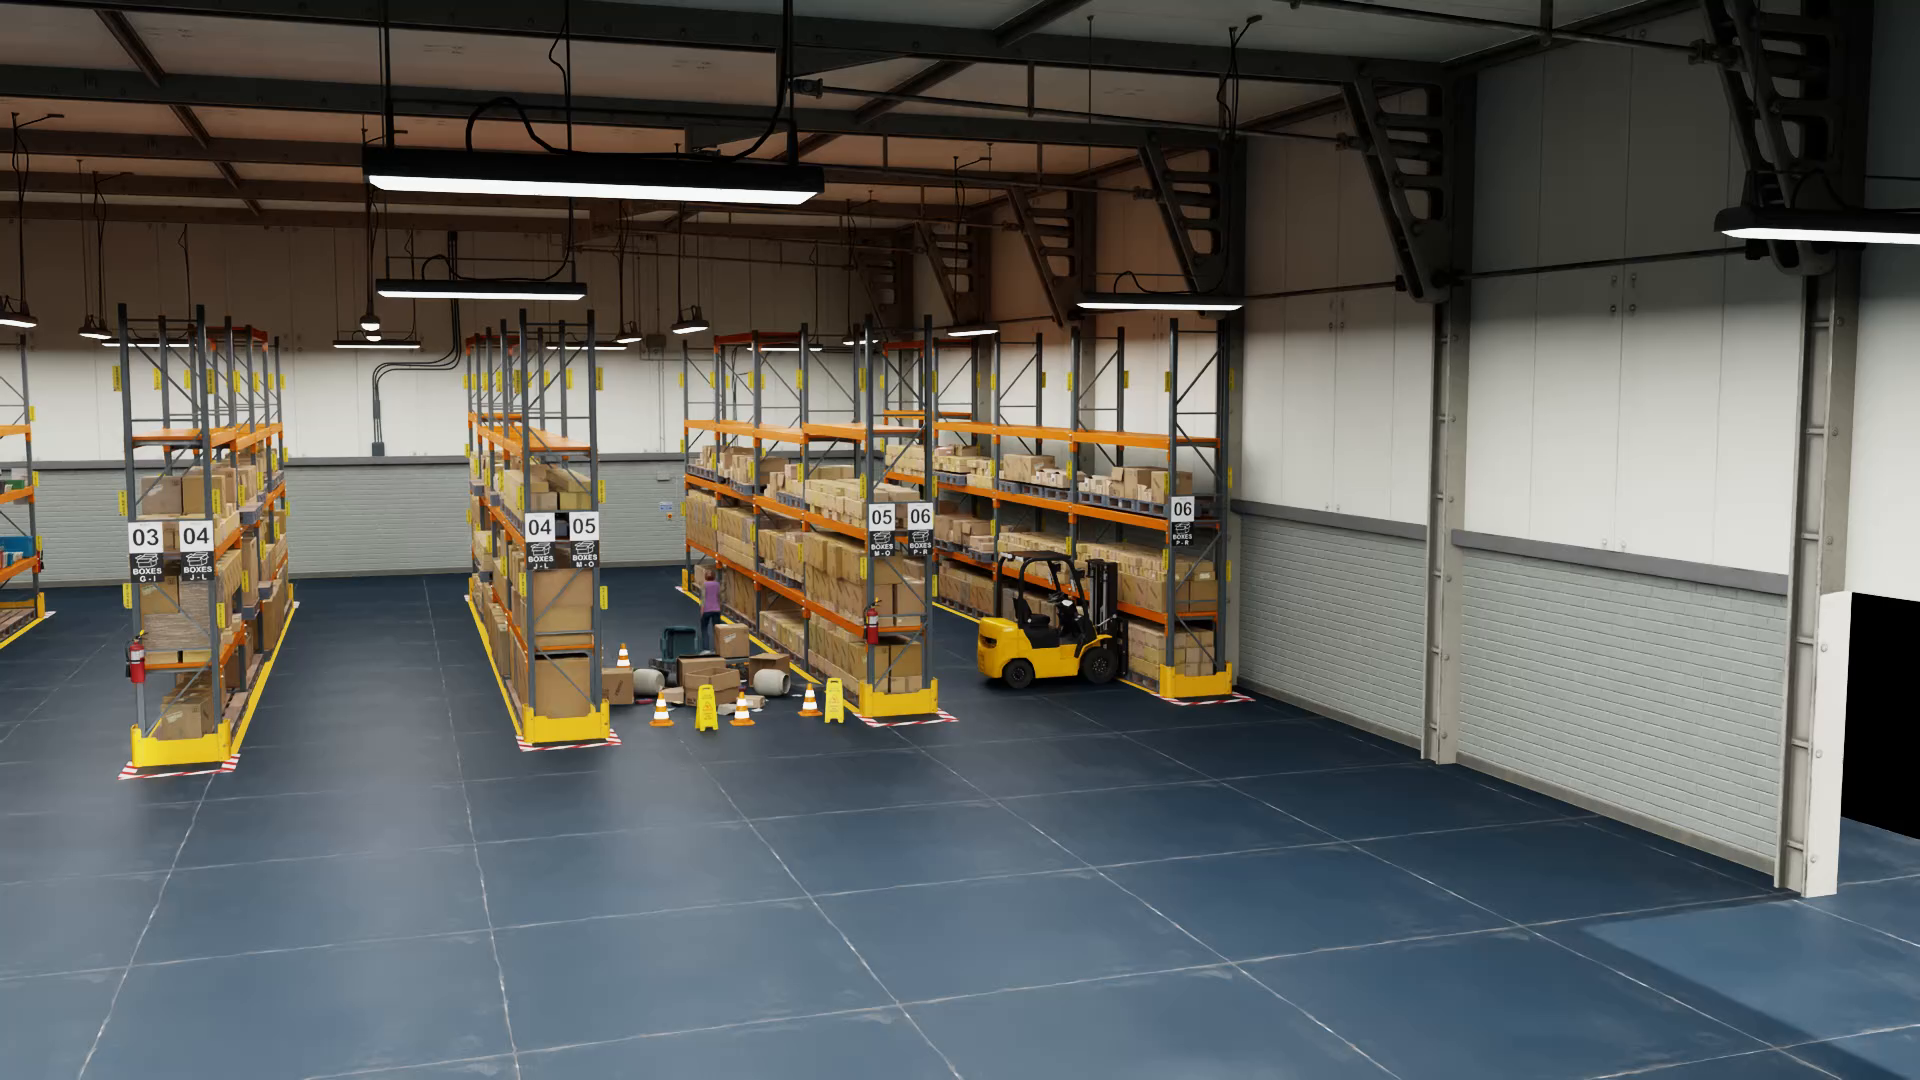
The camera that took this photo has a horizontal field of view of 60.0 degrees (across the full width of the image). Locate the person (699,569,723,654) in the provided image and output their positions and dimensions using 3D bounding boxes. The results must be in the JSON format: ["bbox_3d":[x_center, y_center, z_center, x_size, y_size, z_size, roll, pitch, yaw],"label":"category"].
[{"bbox_3d":[-4.547,1.347,30.389,0.474,1.616,0.627,-4,6,-33],"label":"person"}]
